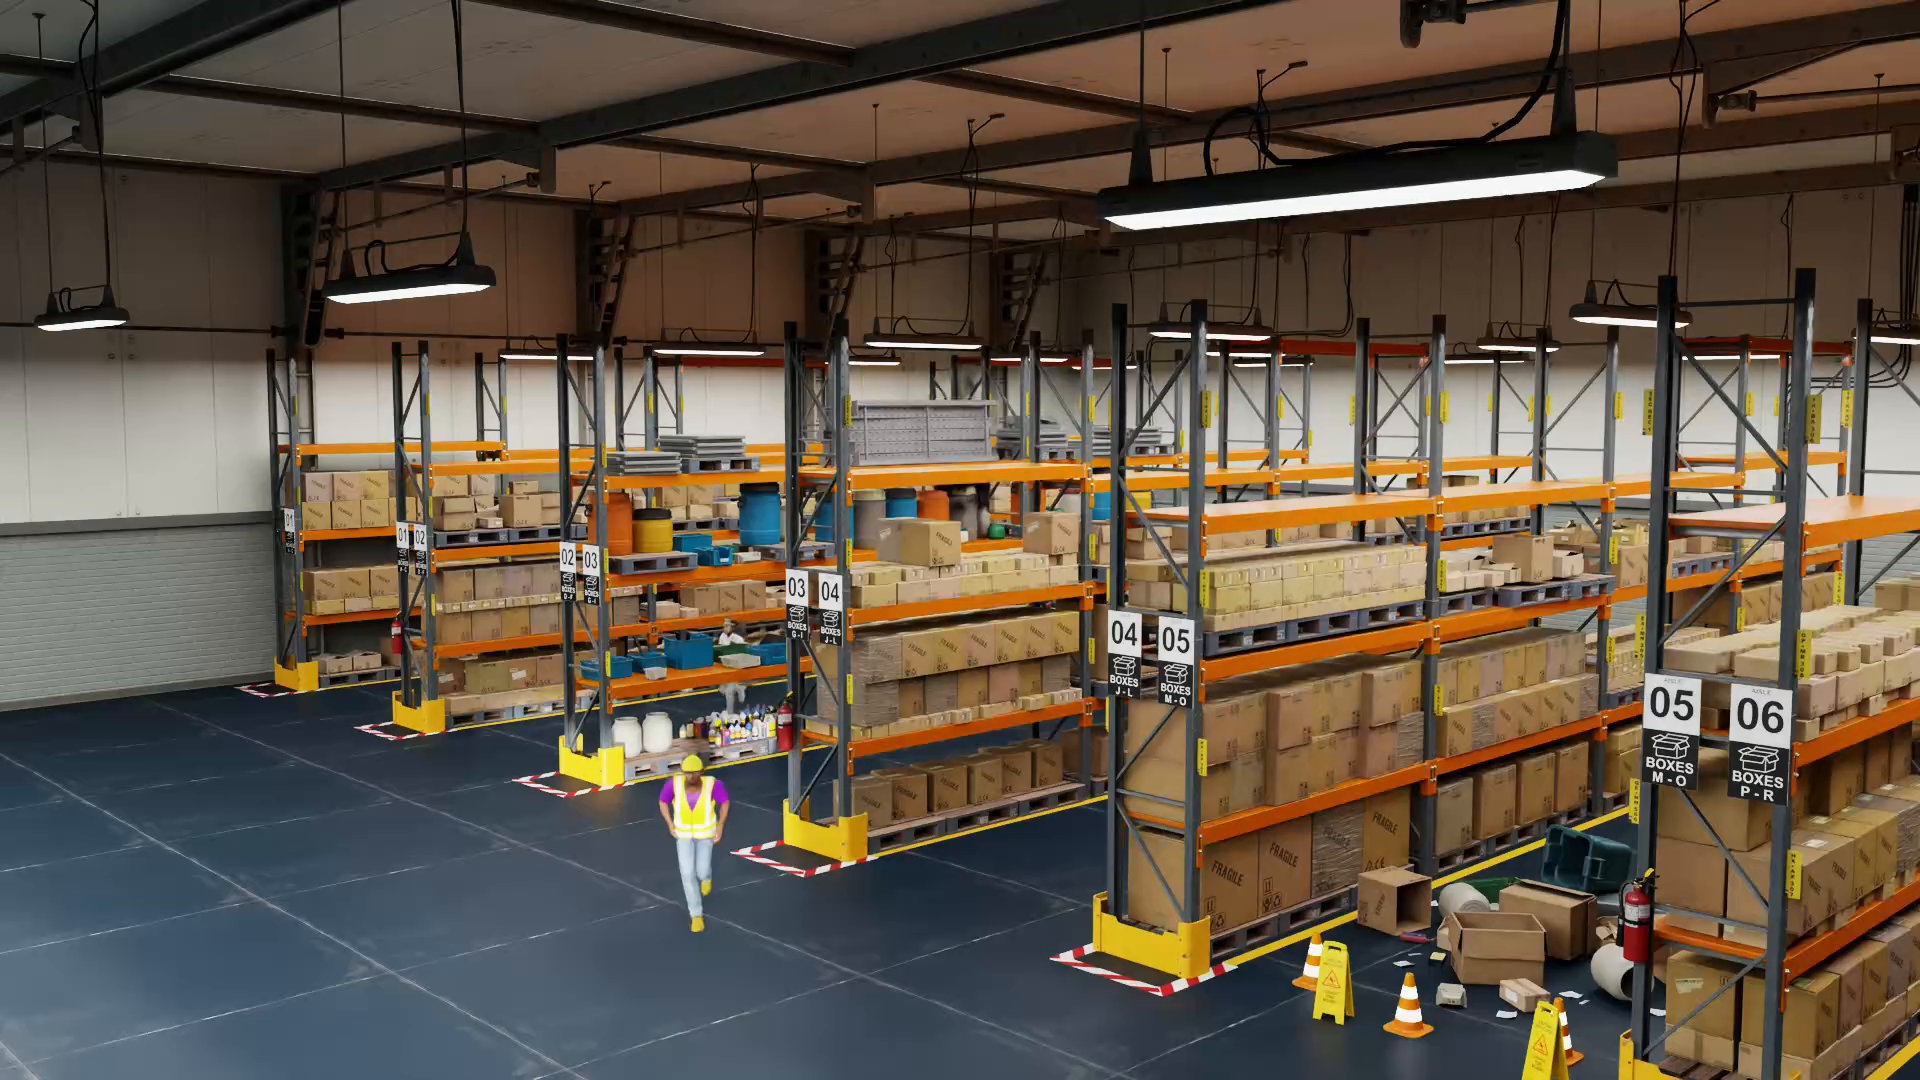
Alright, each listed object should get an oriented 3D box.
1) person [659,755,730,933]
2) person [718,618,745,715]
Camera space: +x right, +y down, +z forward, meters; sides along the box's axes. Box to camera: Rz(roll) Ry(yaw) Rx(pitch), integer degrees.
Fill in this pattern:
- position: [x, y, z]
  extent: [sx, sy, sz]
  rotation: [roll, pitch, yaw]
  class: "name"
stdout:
- position: [-2.613, 2.906, 16.427]
  extent: [0.686, 1.710, 0.931]
  rotation: [0, 5, -1]
  class: "person"
- position: [-3.686, 2.051, 26.767]
  extent: [0.636, 1.651, 0.649]
  rotation: [3, 6, 32]
  class: "person"
